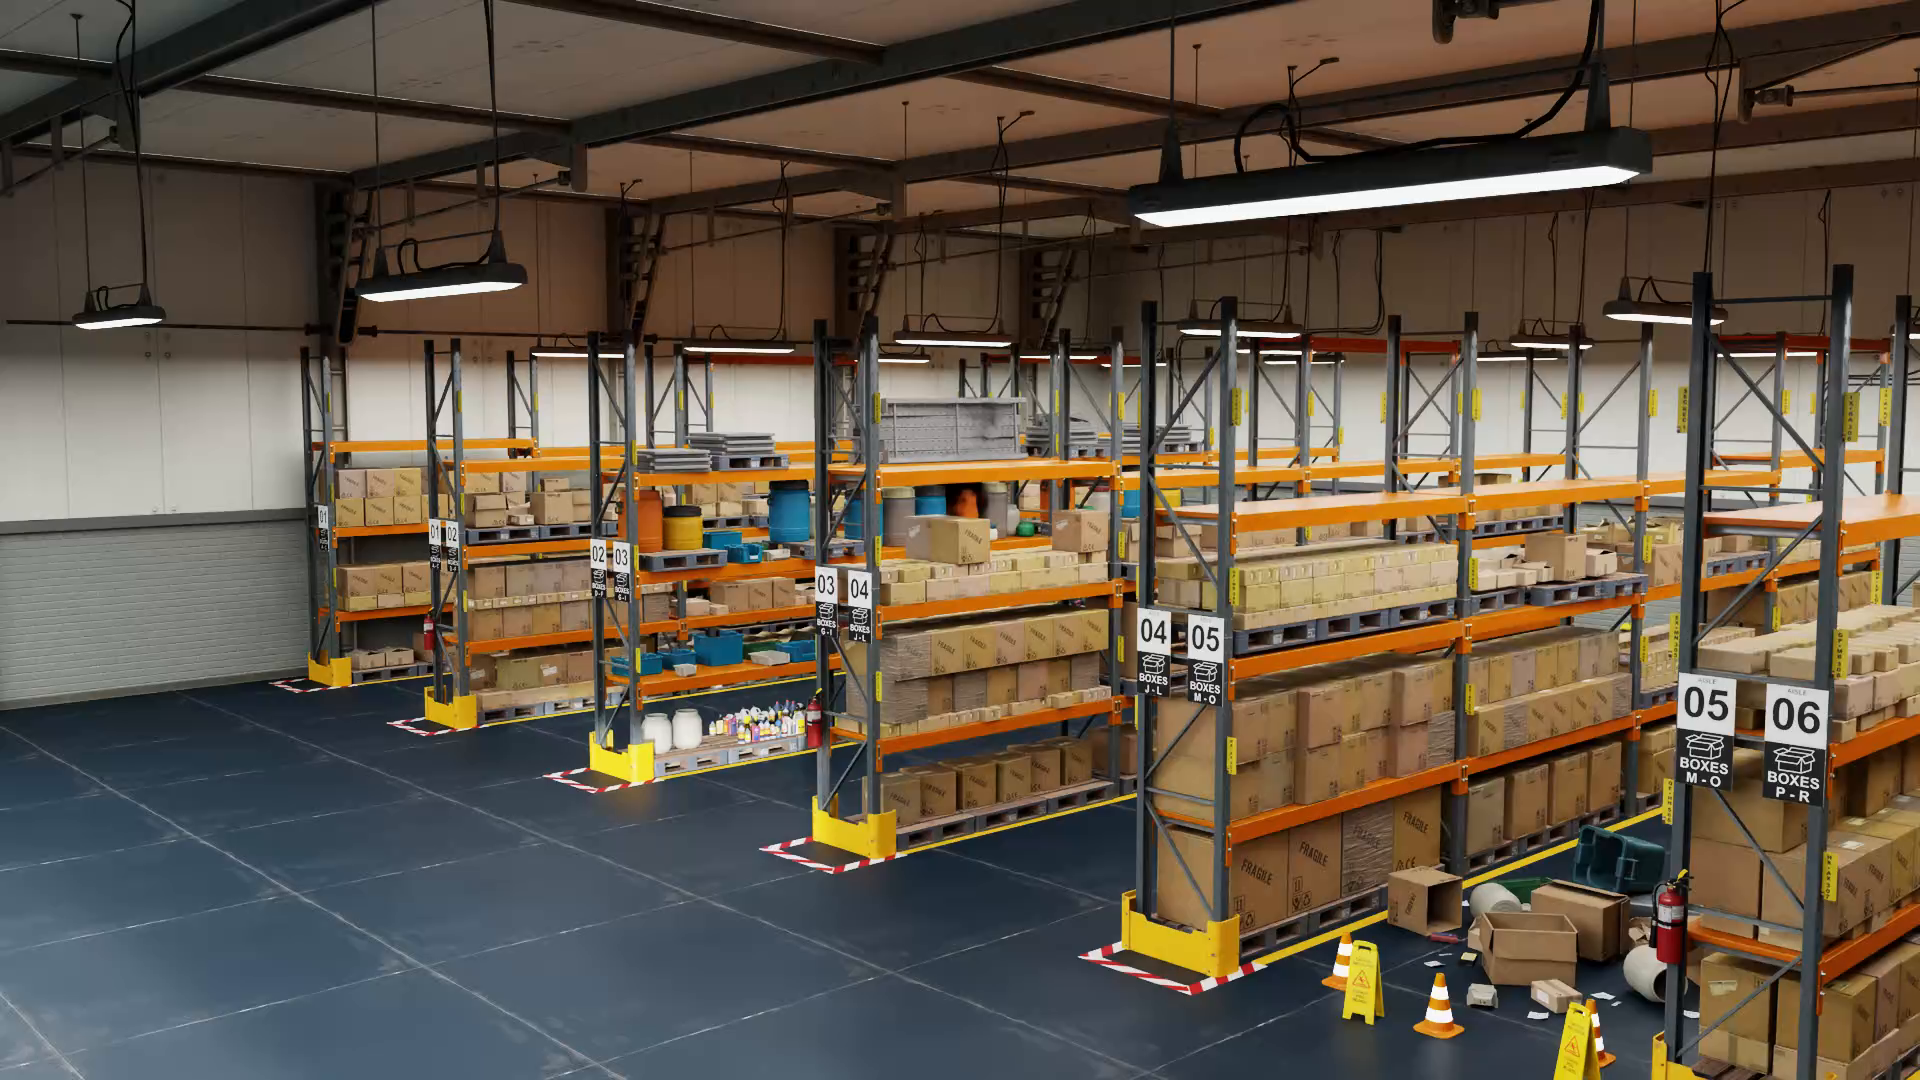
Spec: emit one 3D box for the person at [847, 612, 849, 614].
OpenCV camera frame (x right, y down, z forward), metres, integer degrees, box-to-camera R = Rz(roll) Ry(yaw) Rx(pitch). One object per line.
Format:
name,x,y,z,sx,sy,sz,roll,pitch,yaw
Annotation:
person,-2.164,1.305,35.014,0.546,1.560,0.733,4,6,38

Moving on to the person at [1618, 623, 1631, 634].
person,10.041,2.103,24.994,0.731,1.717,0.722,-4,6,-37

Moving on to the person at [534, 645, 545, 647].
person,-7.427,1.670,29.711,0.663,1.757,0.782,3,6,32
